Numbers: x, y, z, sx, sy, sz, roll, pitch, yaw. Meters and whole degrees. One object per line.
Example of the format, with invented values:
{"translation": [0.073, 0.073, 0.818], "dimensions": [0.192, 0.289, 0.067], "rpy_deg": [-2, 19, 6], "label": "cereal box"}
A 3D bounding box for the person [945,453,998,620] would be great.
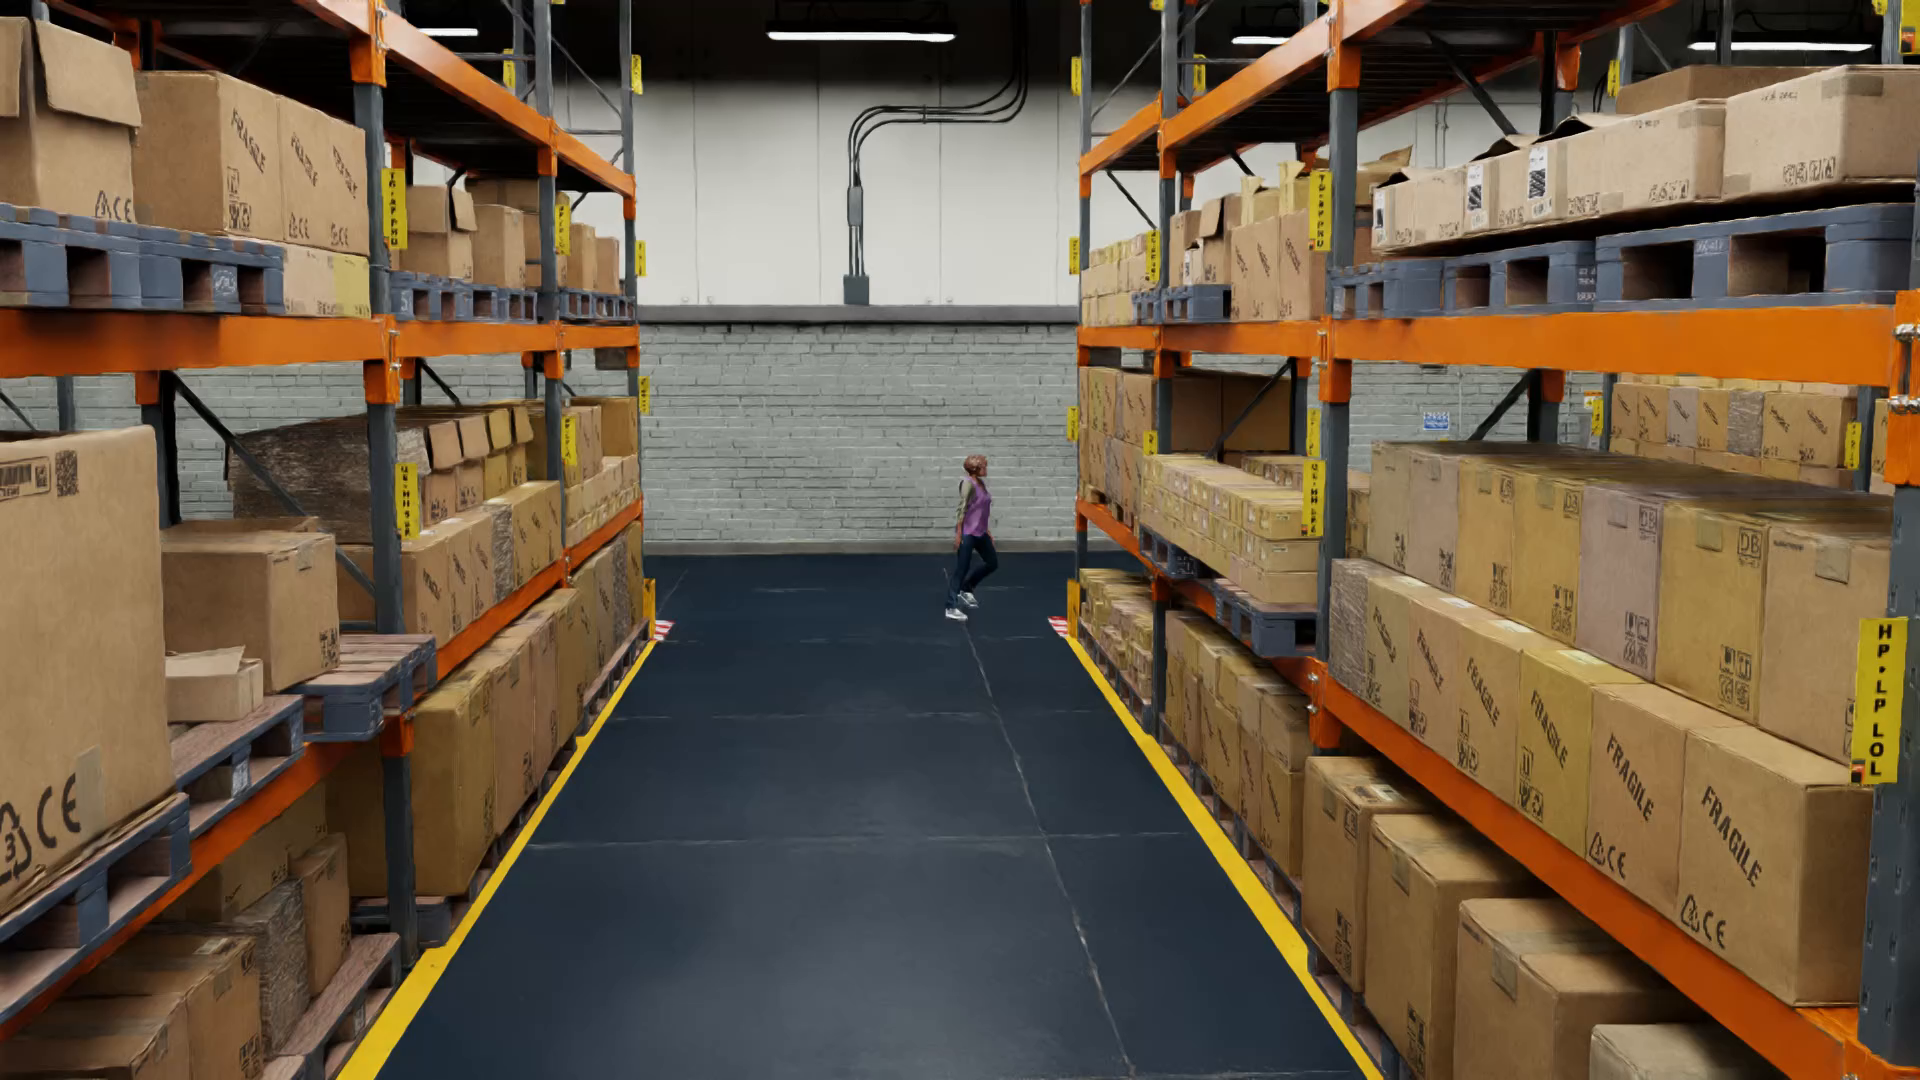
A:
{"translation": [0.092, 0.011, 16.072], "dimensions": [0.431, 1.479, 0.534], "rpy_deg": [3, 8, 22], "label": "person"}
